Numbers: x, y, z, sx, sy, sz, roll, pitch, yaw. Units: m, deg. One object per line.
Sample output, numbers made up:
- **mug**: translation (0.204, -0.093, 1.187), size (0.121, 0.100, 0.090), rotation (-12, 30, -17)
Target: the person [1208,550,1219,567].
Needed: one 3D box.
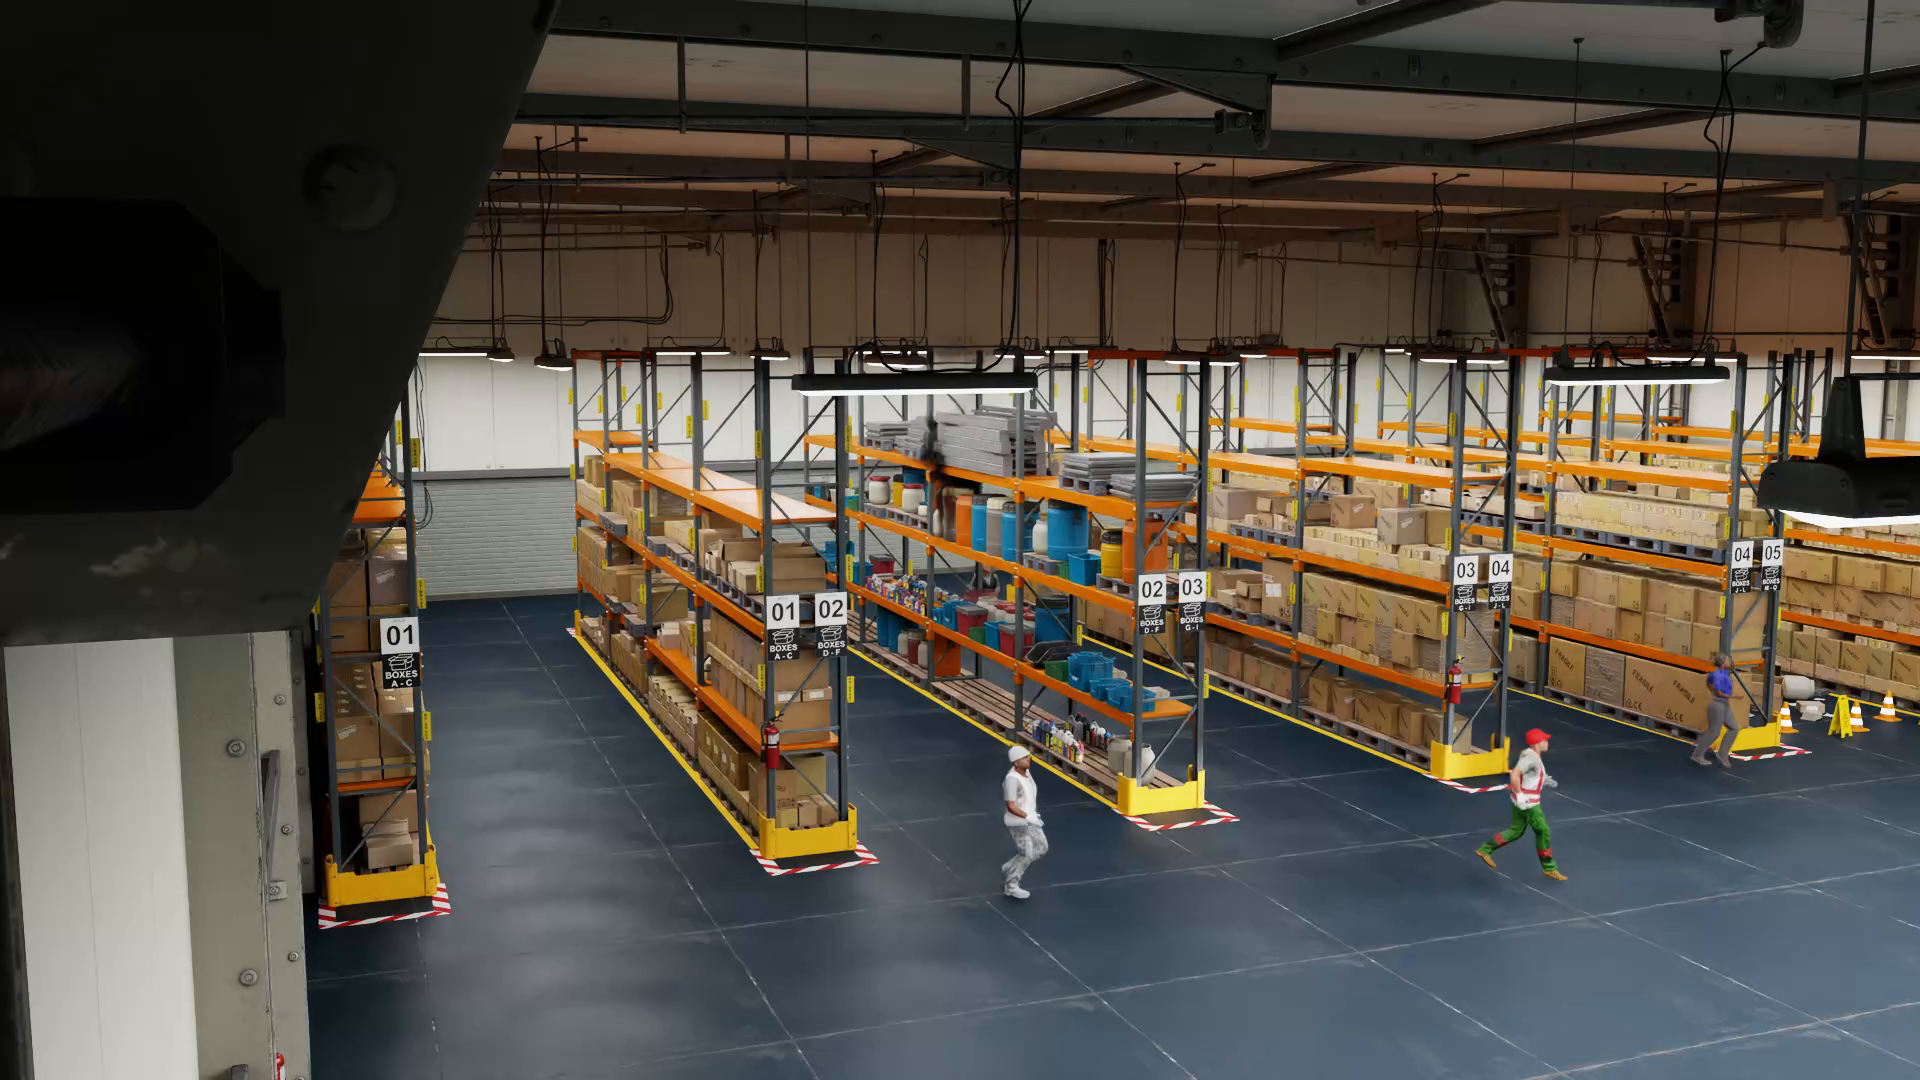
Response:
- **person**: translation (6.303, 0.314, 41.605), size (0.795, 1.728, 0.663), rotation (2, 7, 14)

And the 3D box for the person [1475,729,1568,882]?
- **person**: translation (6.535, 3.055, 19.256), size (1.054, 1.789, 0.687), rotation (1, 7, 12)

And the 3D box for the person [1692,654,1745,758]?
- **person**: translation (11.115, 2.427, 24.319), size (0.646, 1.540, 0.581), rotation (4, 8, 30)

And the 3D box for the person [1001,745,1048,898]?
- **person**: translation (0.714, 3.155, 18.687), size (0.527, 1.739, 0.690), rotation (2, 7, 14)

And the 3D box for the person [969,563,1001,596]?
- **person**: translation (0.516, 1.281, 33.765), size (0.652, 1.741, 0.827), rotation (-3, 8, -23)
